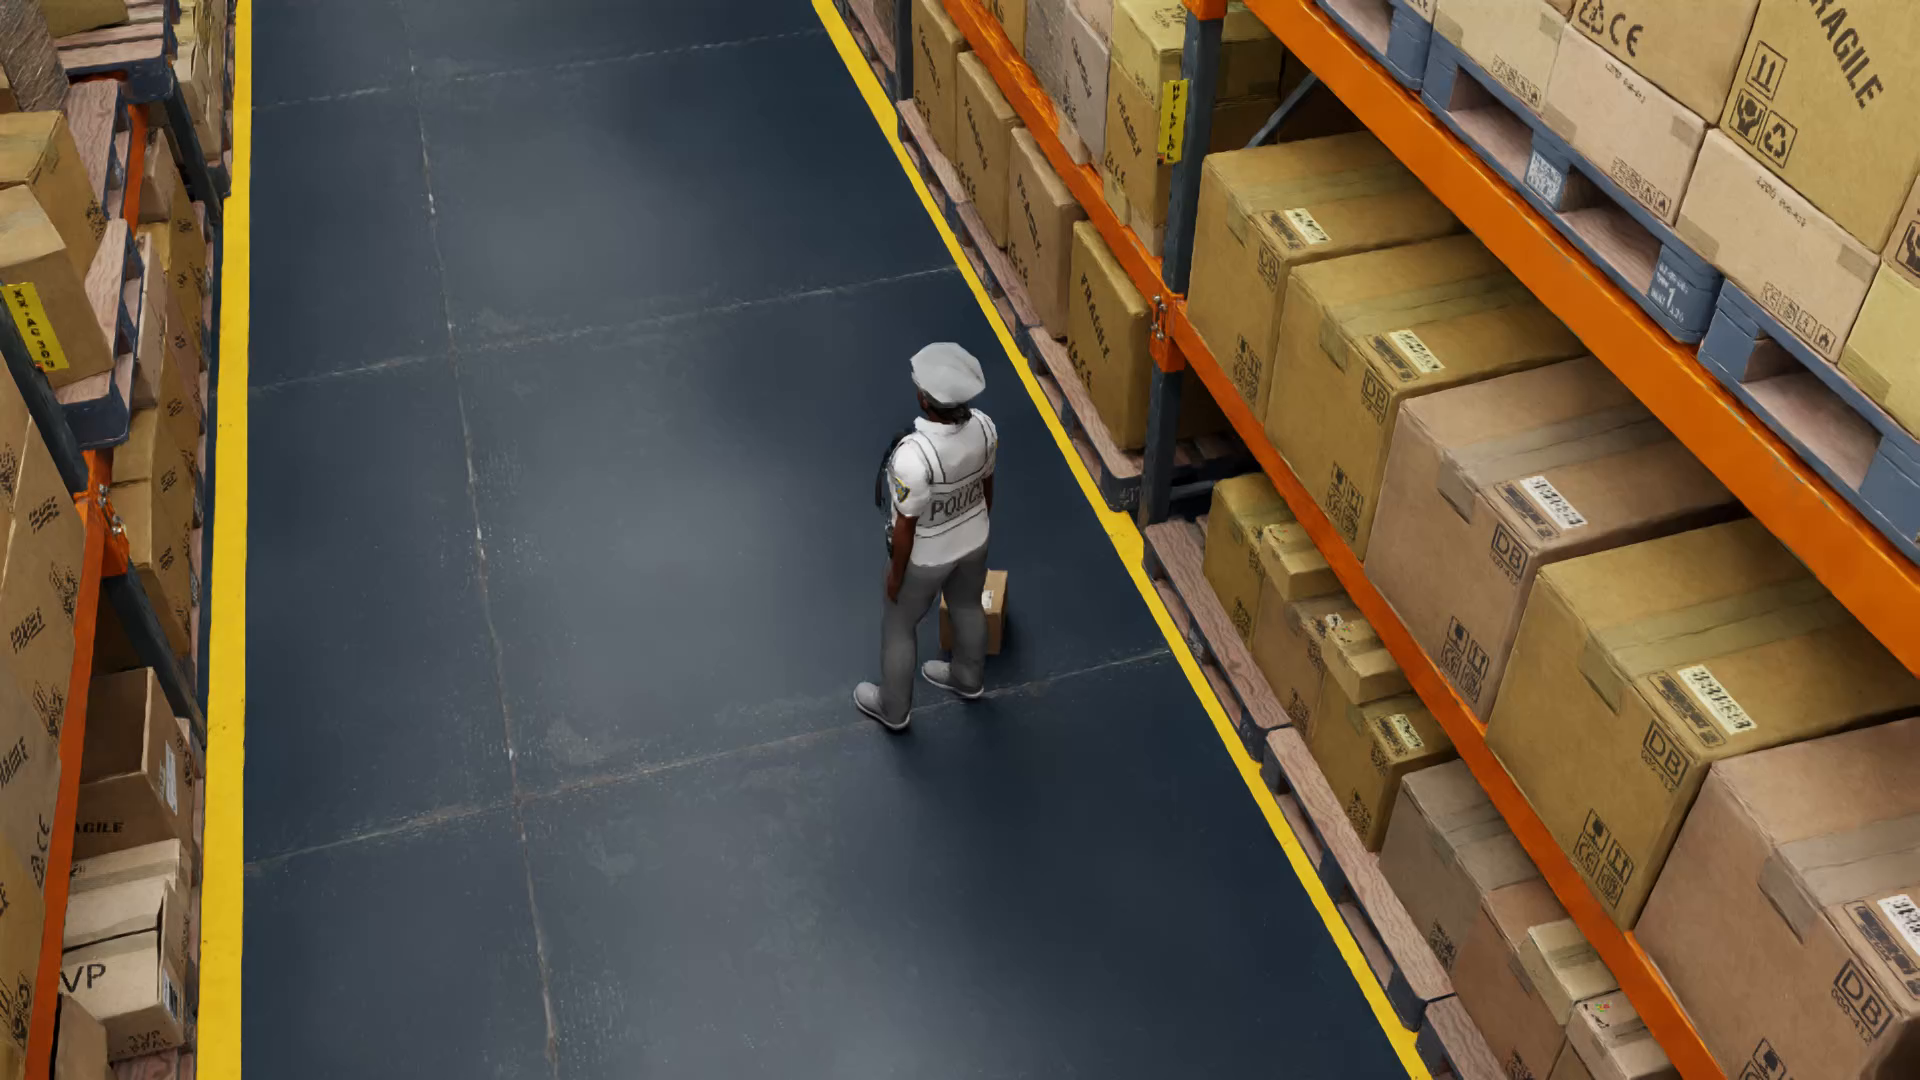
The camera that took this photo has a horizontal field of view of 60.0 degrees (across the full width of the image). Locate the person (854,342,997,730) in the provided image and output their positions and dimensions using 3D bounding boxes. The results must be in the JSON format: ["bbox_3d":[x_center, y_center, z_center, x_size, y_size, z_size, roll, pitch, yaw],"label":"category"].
[{"bbox_3d":[-0.123,0.007,6.137,0.535,1.702,0.404,-29,50,-28],"label":"person"}]
